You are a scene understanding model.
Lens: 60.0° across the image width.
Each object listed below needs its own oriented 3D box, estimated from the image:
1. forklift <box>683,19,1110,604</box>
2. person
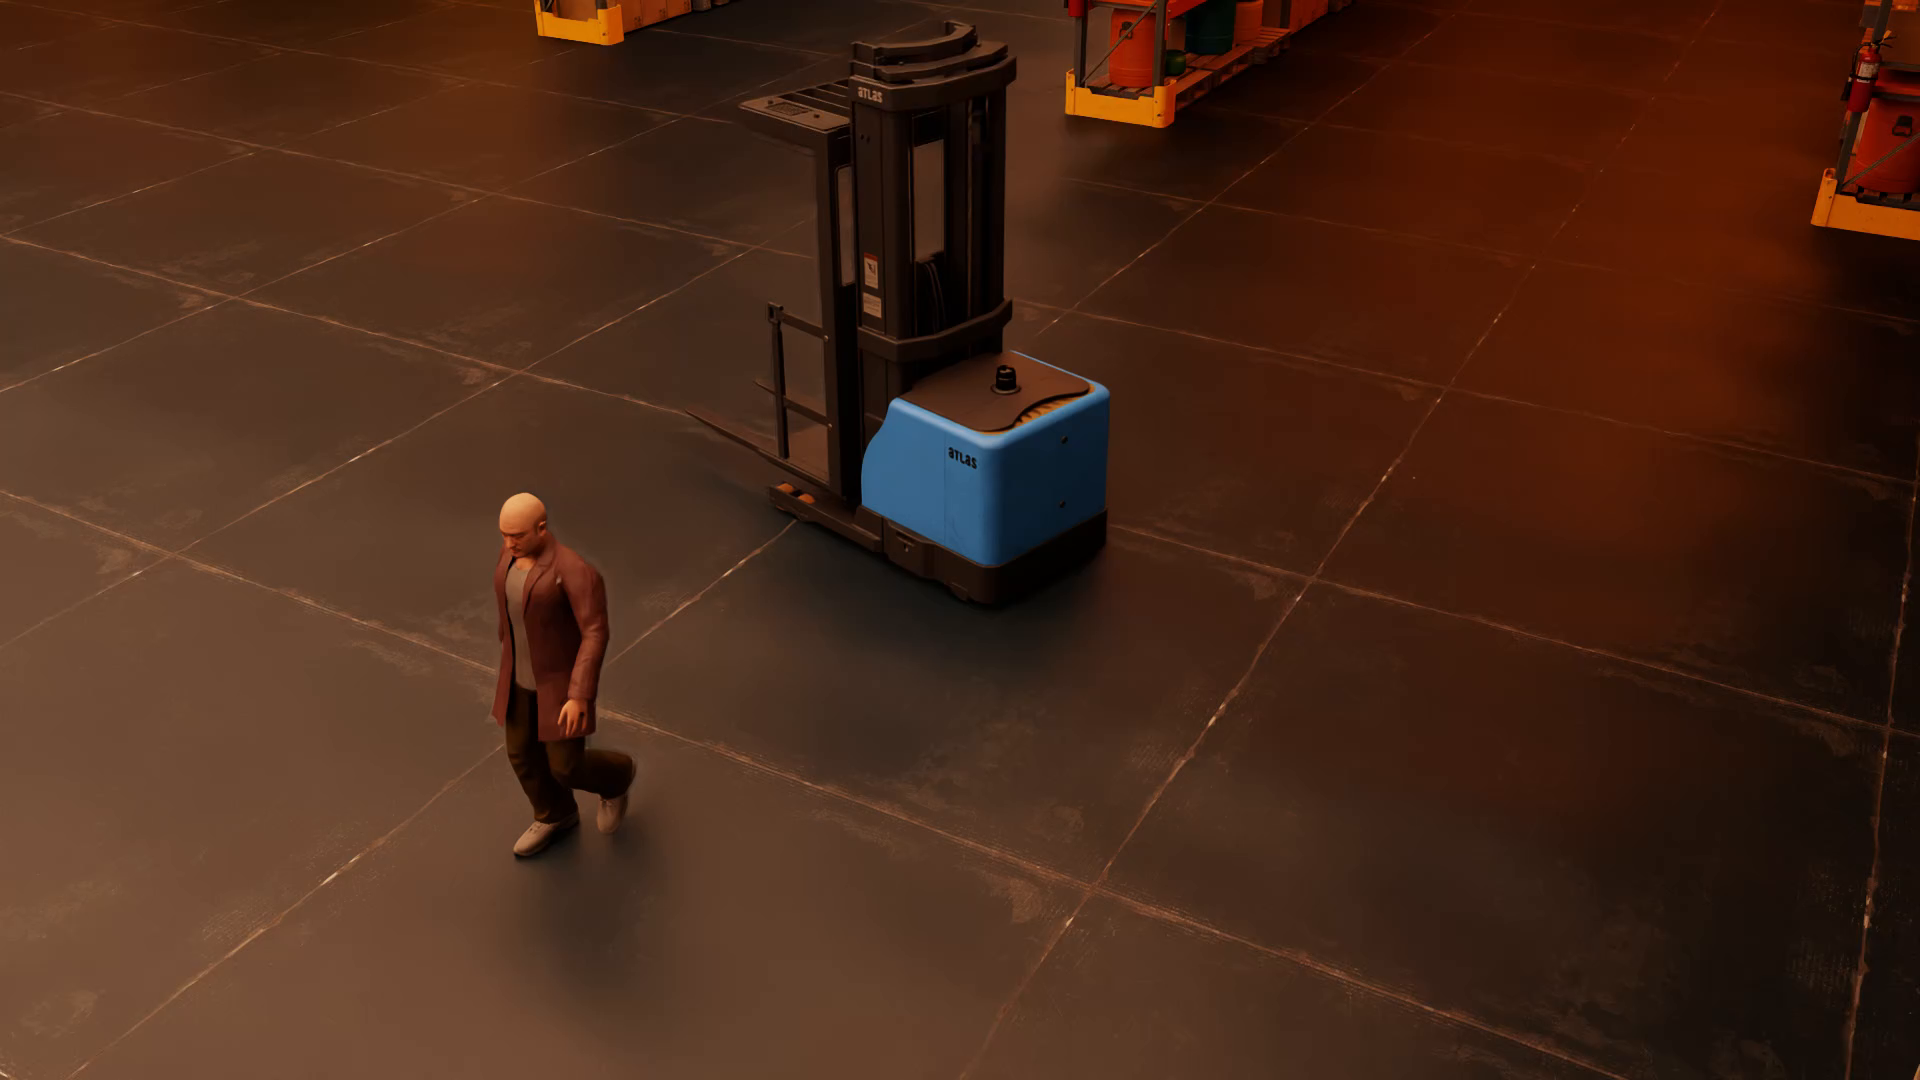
[{"bbox_3d":[-0.538,-1.546,9.749,3.031,2.935,1.130,26,39,37],"label":"forklift"},{"bbox_3d":[-1.784,0.584,7.236,0.826,1.760,0.552,17,34,26],"label":"person"}]
